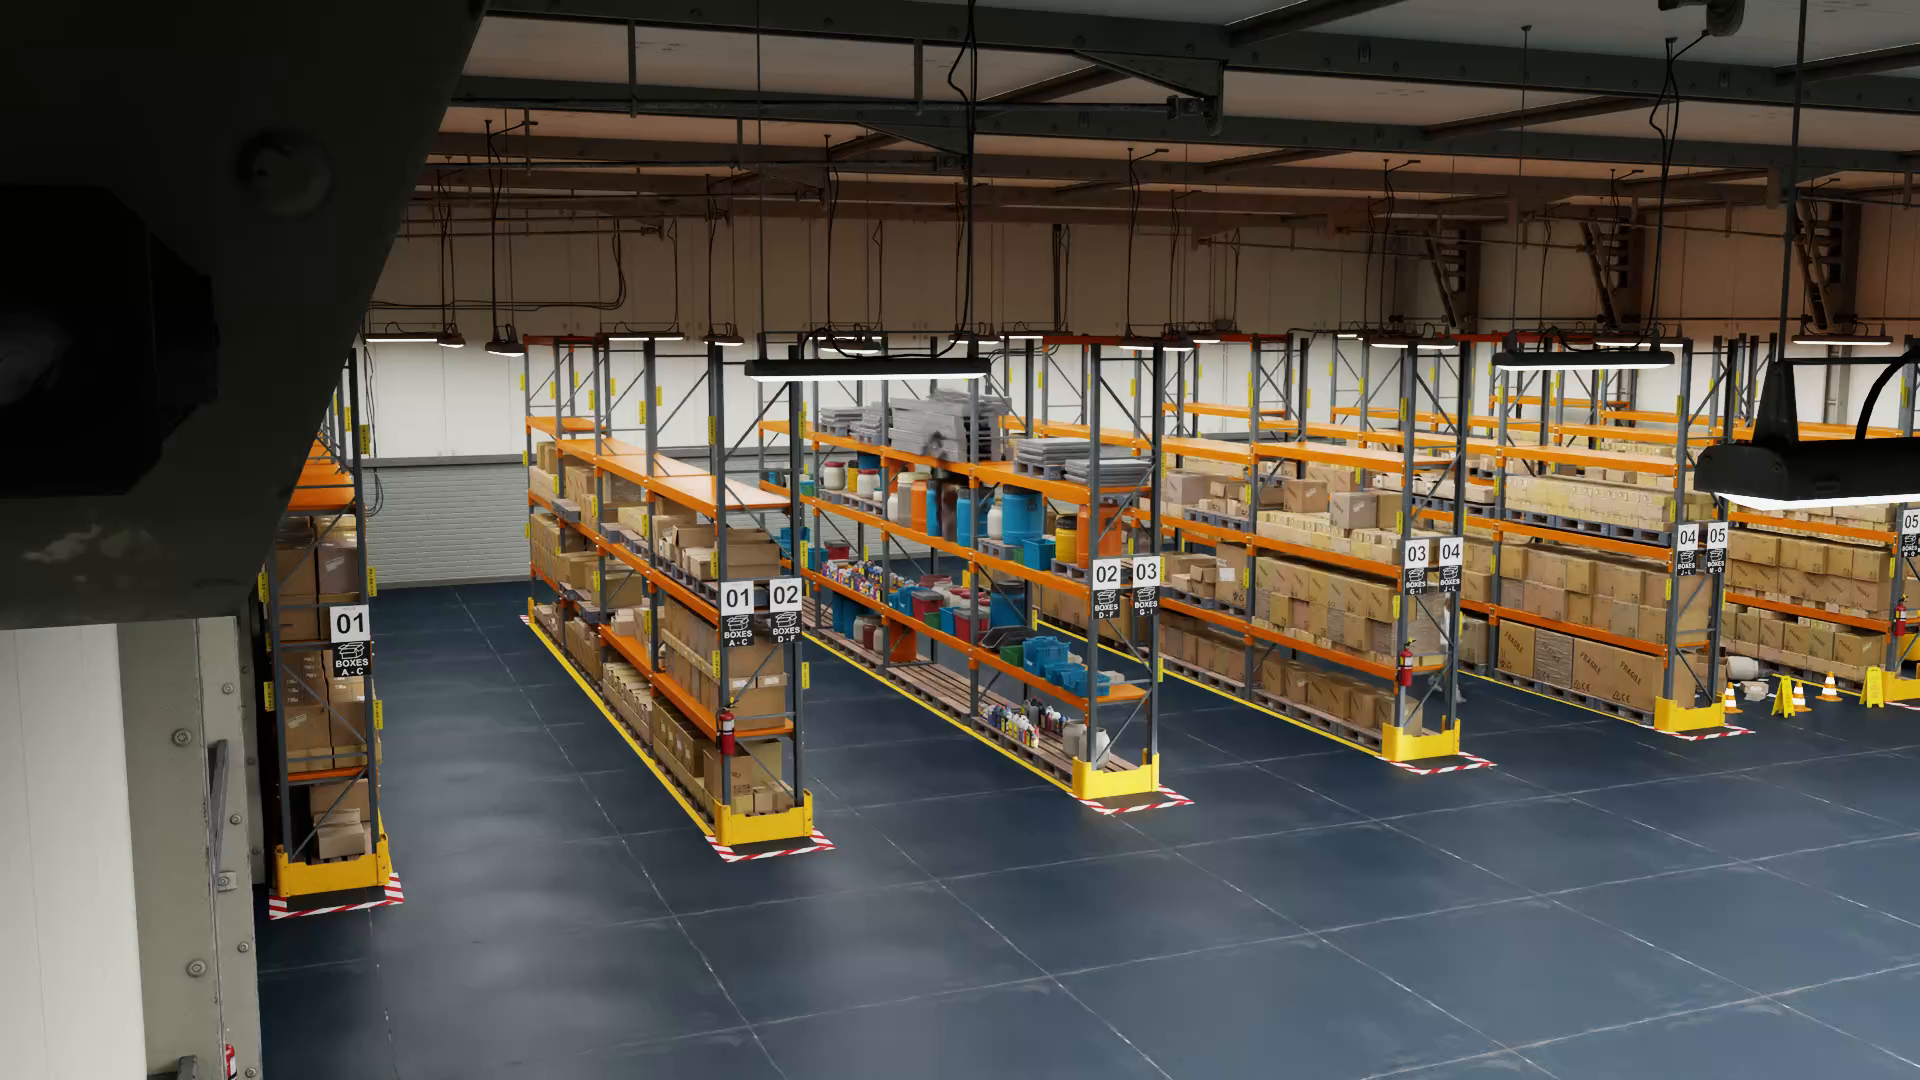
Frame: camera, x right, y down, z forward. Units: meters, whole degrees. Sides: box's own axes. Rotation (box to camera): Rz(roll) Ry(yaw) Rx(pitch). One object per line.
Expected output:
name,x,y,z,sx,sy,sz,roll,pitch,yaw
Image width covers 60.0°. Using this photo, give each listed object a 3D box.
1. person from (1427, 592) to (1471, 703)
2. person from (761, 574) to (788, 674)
person,8.165,1.743,27.719,0.676,1.800,0.905,-5,9,-34
person,-3.180,1.417,28.704,0.553,1.722,0.888,-5,9,-34
